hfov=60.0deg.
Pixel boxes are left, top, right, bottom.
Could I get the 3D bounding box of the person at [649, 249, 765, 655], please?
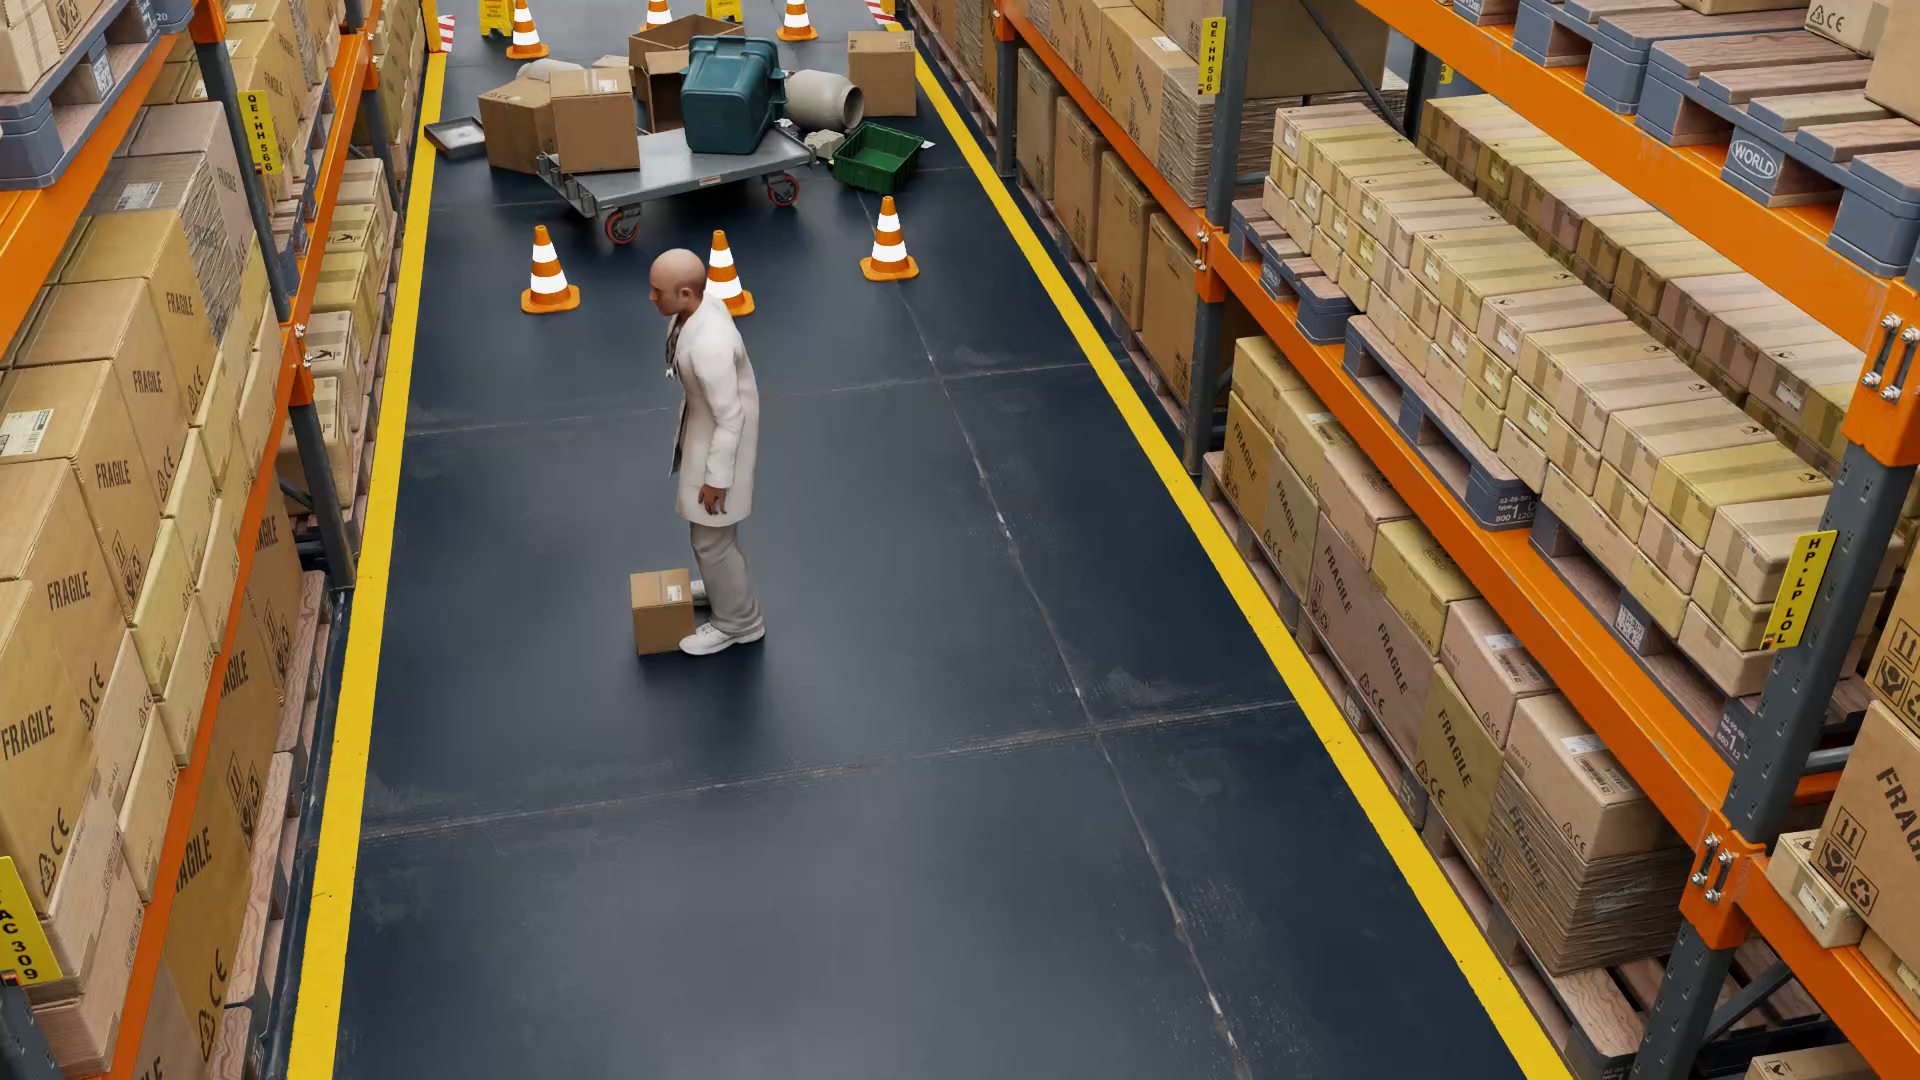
[{"bbox_3d":[-1.014,-0.356,6.687,0.429,1.773,0.650,-9,35,-13],"label":"person"}]
